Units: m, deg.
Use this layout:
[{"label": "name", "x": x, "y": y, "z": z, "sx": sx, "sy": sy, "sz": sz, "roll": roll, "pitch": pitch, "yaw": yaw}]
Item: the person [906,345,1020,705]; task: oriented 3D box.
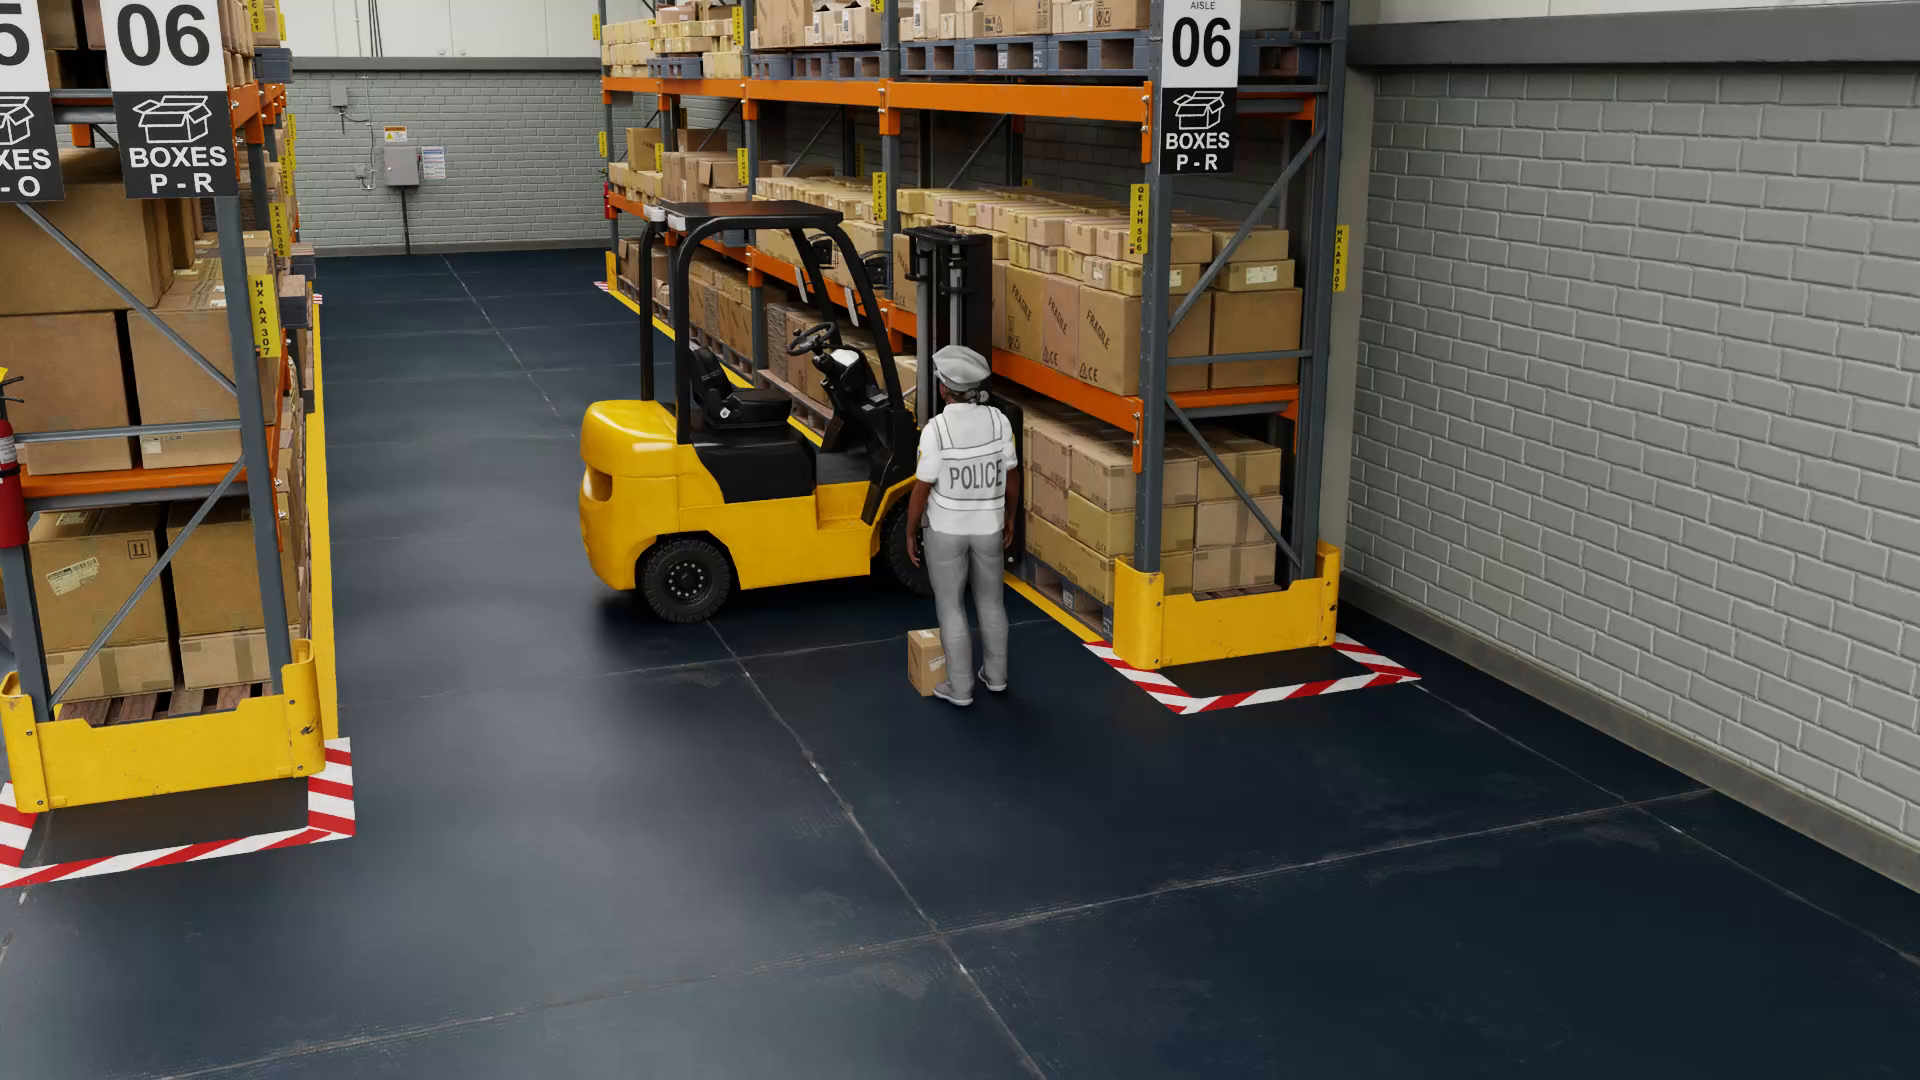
[{"label": "person", "x": 0.006, "y": -0.067, "z": 7.675, "sx": 0.570, "sy": 1.693, "sz": 0.529, "roll": -6, "pitch": 17, "yaw": -20}]
